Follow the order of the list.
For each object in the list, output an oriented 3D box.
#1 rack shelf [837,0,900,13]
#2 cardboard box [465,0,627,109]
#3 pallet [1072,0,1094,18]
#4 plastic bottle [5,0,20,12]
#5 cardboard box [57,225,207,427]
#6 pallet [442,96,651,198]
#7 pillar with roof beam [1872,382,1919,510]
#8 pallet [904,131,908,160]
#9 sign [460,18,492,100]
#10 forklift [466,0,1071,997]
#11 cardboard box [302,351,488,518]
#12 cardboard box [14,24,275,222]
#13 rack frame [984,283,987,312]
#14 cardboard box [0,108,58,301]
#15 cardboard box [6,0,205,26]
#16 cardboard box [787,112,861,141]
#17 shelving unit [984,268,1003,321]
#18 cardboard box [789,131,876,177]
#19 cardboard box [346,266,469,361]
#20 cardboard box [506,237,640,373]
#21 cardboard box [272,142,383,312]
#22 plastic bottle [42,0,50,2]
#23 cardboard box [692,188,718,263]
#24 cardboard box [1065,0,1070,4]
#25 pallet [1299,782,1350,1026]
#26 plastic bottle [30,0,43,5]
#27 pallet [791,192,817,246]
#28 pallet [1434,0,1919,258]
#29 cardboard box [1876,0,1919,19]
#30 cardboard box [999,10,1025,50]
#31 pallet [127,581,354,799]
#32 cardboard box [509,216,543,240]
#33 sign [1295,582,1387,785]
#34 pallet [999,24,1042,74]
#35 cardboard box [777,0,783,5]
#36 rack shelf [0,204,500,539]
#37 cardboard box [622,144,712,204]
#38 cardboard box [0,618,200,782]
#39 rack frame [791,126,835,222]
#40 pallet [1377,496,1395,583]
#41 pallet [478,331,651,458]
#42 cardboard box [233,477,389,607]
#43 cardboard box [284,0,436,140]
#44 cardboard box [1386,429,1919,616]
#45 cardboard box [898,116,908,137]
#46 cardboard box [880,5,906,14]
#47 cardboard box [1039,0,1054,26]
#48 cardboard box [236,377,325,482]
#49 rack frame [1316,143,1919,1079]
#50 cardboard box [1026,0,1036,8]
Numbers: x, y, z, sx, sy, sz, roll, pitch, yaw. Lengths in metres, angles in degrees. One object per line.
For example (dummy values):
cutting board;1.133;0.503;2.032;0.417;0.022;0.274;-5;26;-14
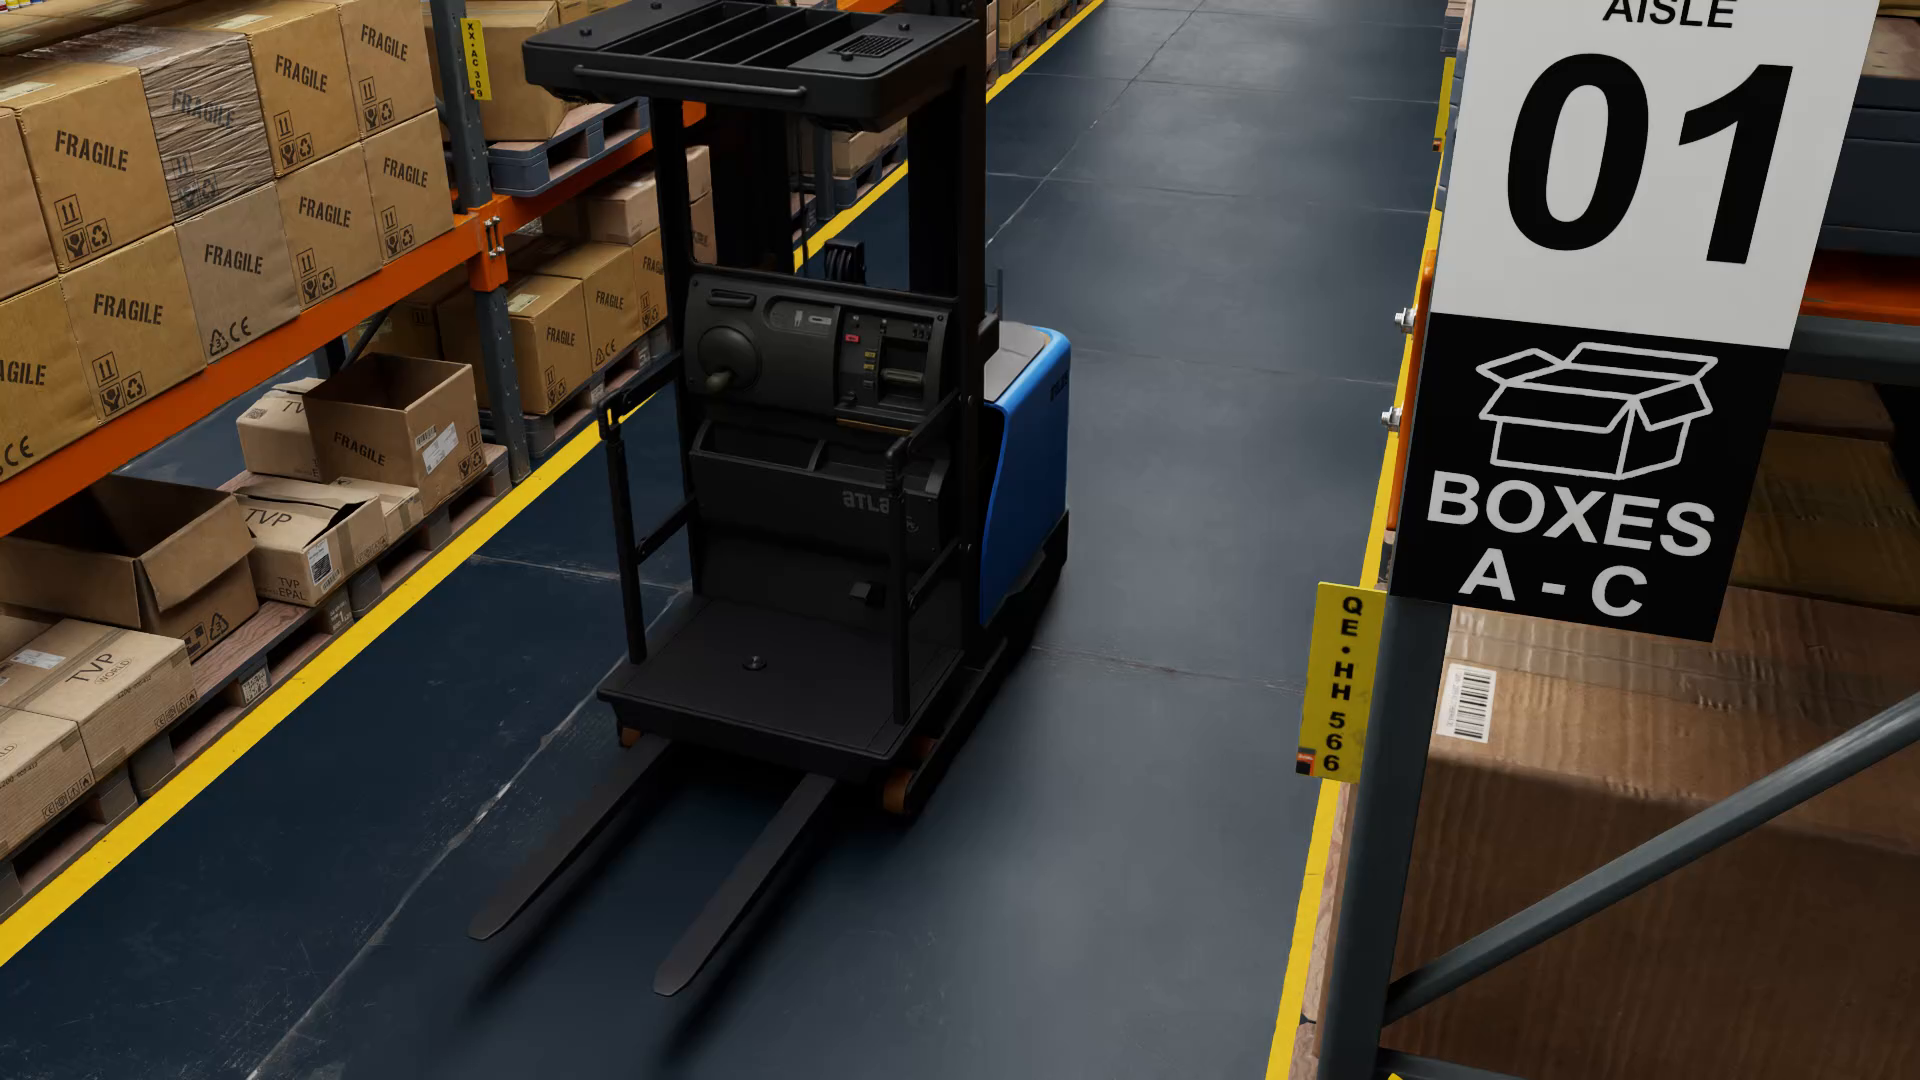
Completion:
rack shelf;-0.745;-4.137;12.341;1.077;0.370;4.000;8;30;15
cardboard box;-2.012;-2.407;7.957;0.700;0.500;0.500;13;32;23
pallet;0.832;-5.660;17.207;1.003;0.211;1.213;8;30;15
plastic bottle;-6.067;-3.465;10.598;0.097;0.201;0.097;0;29;0
cardboard box;-2.853;-0.722;5.359;0.500;0.500;0.500;9;30;16
pallet;-2.167;-1.935;7.840;1.003;0.211;1.213;8;30;15
pillar with roof beam;-1.263;-3.745;4.726;9.100;9.000;0.400;8;30;15
pallet;-0.693;-3.246;12.867;1.003;0.211;1.213;8;30;15
sign;-1.985;-1.968;6.811;0.100;0.325;0.005;8;30;15
forklift;-0.557;-0.582;5.281;1.130;2.935;3.031;11;31;18
cardboard box;-2.402;-0.458;7.106;0.500;0.500;0.500;8;30;15
cardboard box;-2.703;-1.399;5.548;0.500;0.500;0.500;9;30;15
rack frame;-0.004;-0.516;6.943;0.240;1.200;0.006;11;31;18
cardboard box;-3.000;-0.929;4.704;0.500;0.500;0.500;9;30;16
cardboard box;-3.064;-1.725;6.134;0.500;0.500;0.500;8;30;13
cardboard box;-0.898;-2.951;11.288;0.500;0.311;0.500;10;30;17
shelving unit;0.029;-0.557;7.017;0.258;1.200;0.189;11;31;18
cardboard box;-0.898;-2.705;11.424;0.500;0.250;0.500;8;30;15
cardboard box;-2.635;-1.033;8.141;0.500;0.500;0.500;8;30;15
cardboard box;-1.985;-1.203;8.445;0.500;0.500;0.500;9;30;16
cardboard box;-2.558;-1.198;6.215;0.500;0.500;0.500;9;30;16
plastic bottle;-5.982;-3.601;10.842;0.097;0.201;0.097;0;29;0
cardboard box;-1.682;-1.669;9.283;0.500;0.500;0.500;7;30;13
cardboard box;0.861;-5.464;16.383;0.500;0.250;0.500;8;30;15
pallet;1.576;1.172;4.927;1.003;0.211;1.213;8;30;15
plastic bottle;-6.010;-3.586;10.744;0.097;0.271;0.097;0;29;0
pallet;-1.587;-1.962;10.560;1.003;0.211;1.213;8;30;15
pallet;1.264;-0.718;2.460;1.003;0.211;1.213;8;30;15
cardboard box;1.505;-0.876;2.273;0.500;0.250;0.500;10;31;17
cardboard box;0.268;-4.535;14.713;0.500;0.250;0.500;8;30;15
pallet;-3.065;0.443;6.236;1.003;0.211;1.213;8;30;15
cardboard box;-2.335;-1.495;8.970;0.500;0.500;0.500;9;30;15
sign;0.542;0.207;2.357;0.100;0.325;0.005;8;30;15
pallet;0.116;-4.526;15.169;1.003;0.211;1.213;8;30;15
cardboard box;-1.409;-3.441;9.814;0.700;0.500;0.500;-1;29;-2
rack shelf;-3.093;-0.419;5.658;1.077;0.370;4.000;8;30;15
cardboard box;-1.691;-1.979;9.069;0.500;0.250;0.500;8;30;14
cardboard box;-2.956;0.528;5.591;0.500;0.250;0.500;8;30;15
rack frame;-1.332;-3.522;10.496;1.000;3.000;0.127;8;30;15
pallet;2.385;-0.109;7.228;1.003;0.211;1.213;8;30;15
pallet;-2.303;-0.828;8.521;1.003;0.211;1.213;8;30;15
cardboard box;-2.622;-0.027;6.526;0.500;0.311;0.500;8;30;15
cardboard box;-2.407;-1.872;6.398;0.500;0.500;0.500;9;30;15
cardboard box;1.399;0.192;3.511;0.980;0.700;0.700;8;30;14
cardboard box;-0.604;-3.182;12.280;0.500;0.250;0.500;8;30;14
cardboard box;-0.669;-4.220;13.569;0.500;0.311;0.500;8;30;14
cardboard box;0.571;-4.998;15.546;0.500;0.250;0.500;8;30;15
cardboard box;-2.836;-0.516;7.406;0.500;0.311;0.500;8;30;15
rack frame;1.056;0.901;2.545;1.000;3.000;0.127;8;30;15
cardboard box;0.417;-5.095;14.948;0.500;0.500;0.500;8;30;15
